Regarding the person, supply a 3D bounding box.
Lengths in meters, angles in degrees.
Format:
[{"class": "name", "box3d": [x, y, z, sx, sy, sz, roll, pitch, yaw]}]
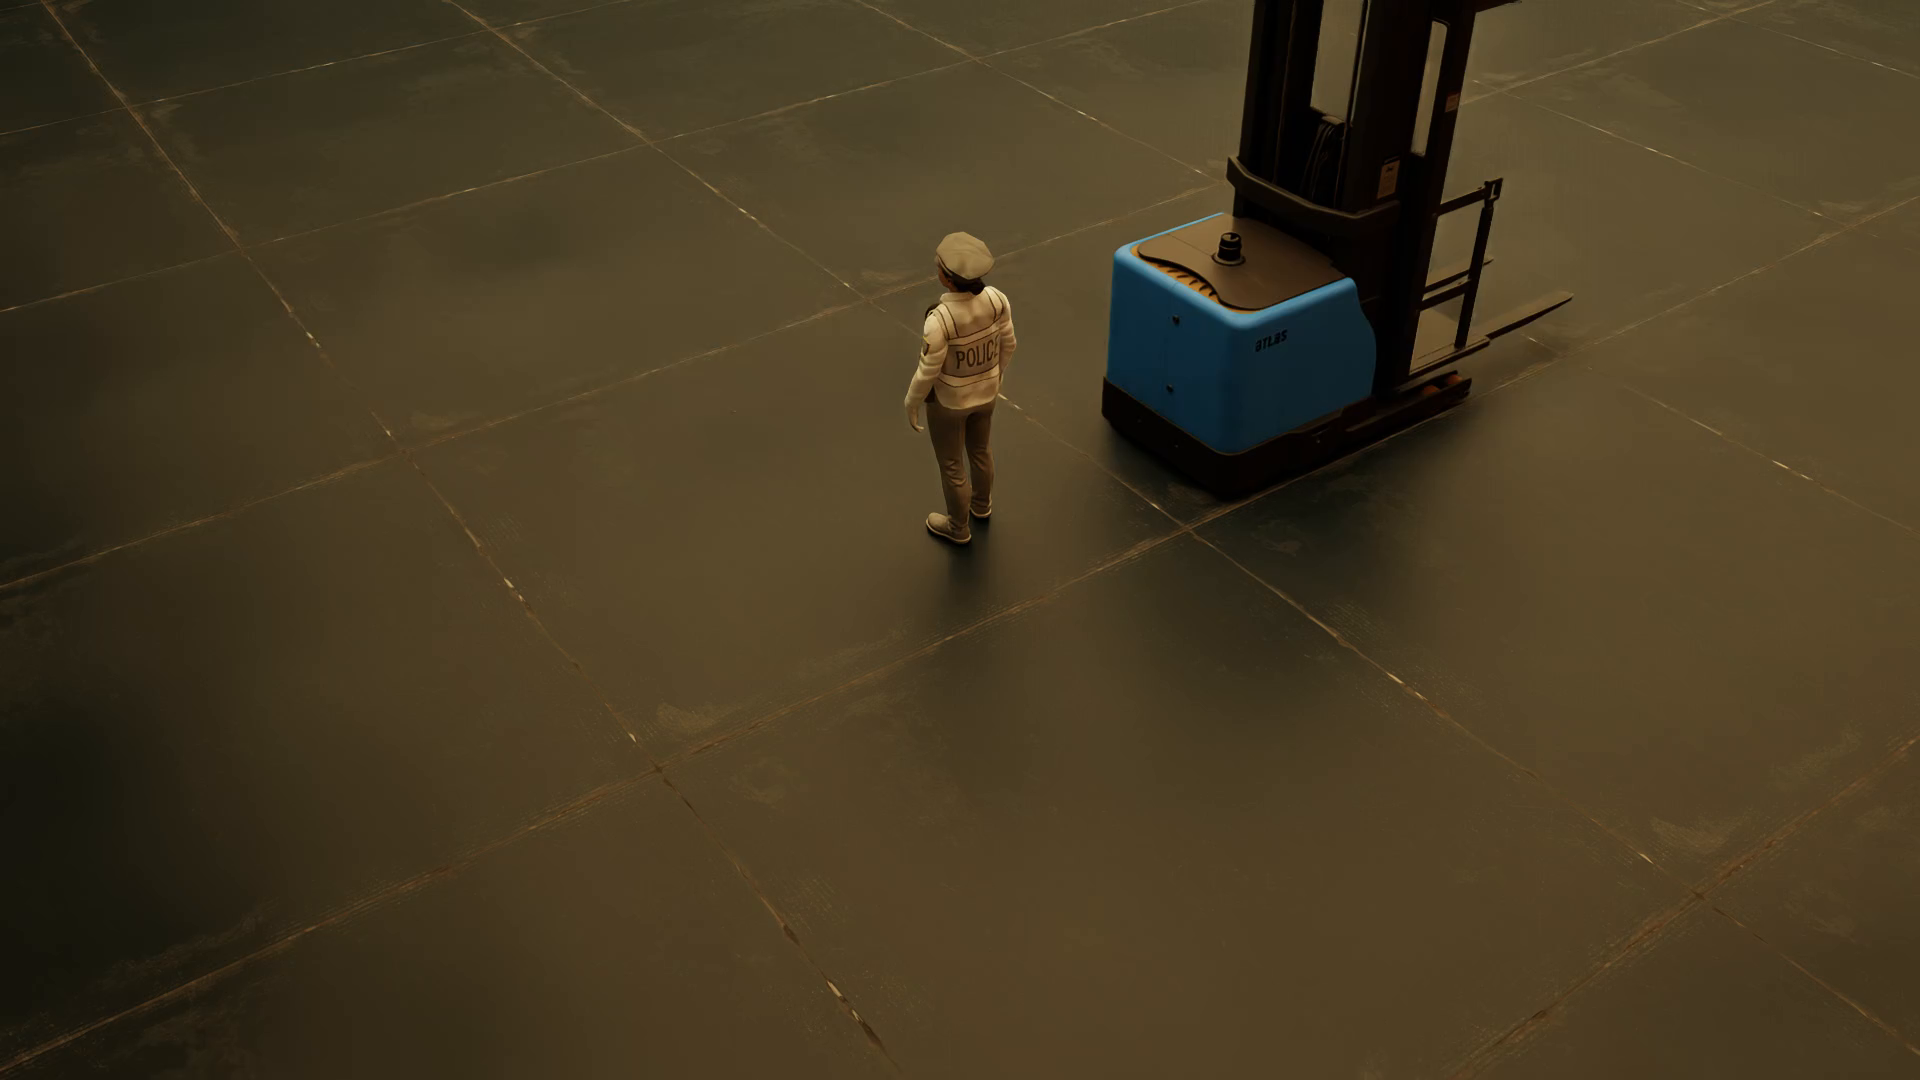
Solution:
[{"class": "person", "box3d": [-0.034, -0.722, 7.950, 0.588, 1.695, 0.531, -23, 42, -28]}]

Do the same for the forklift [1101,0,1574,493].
[{"class": "forklift", "box3d": [2.281, -2.113, 8.803, 3.031, 2.935, 1.130, -23, 42, -28]}]
